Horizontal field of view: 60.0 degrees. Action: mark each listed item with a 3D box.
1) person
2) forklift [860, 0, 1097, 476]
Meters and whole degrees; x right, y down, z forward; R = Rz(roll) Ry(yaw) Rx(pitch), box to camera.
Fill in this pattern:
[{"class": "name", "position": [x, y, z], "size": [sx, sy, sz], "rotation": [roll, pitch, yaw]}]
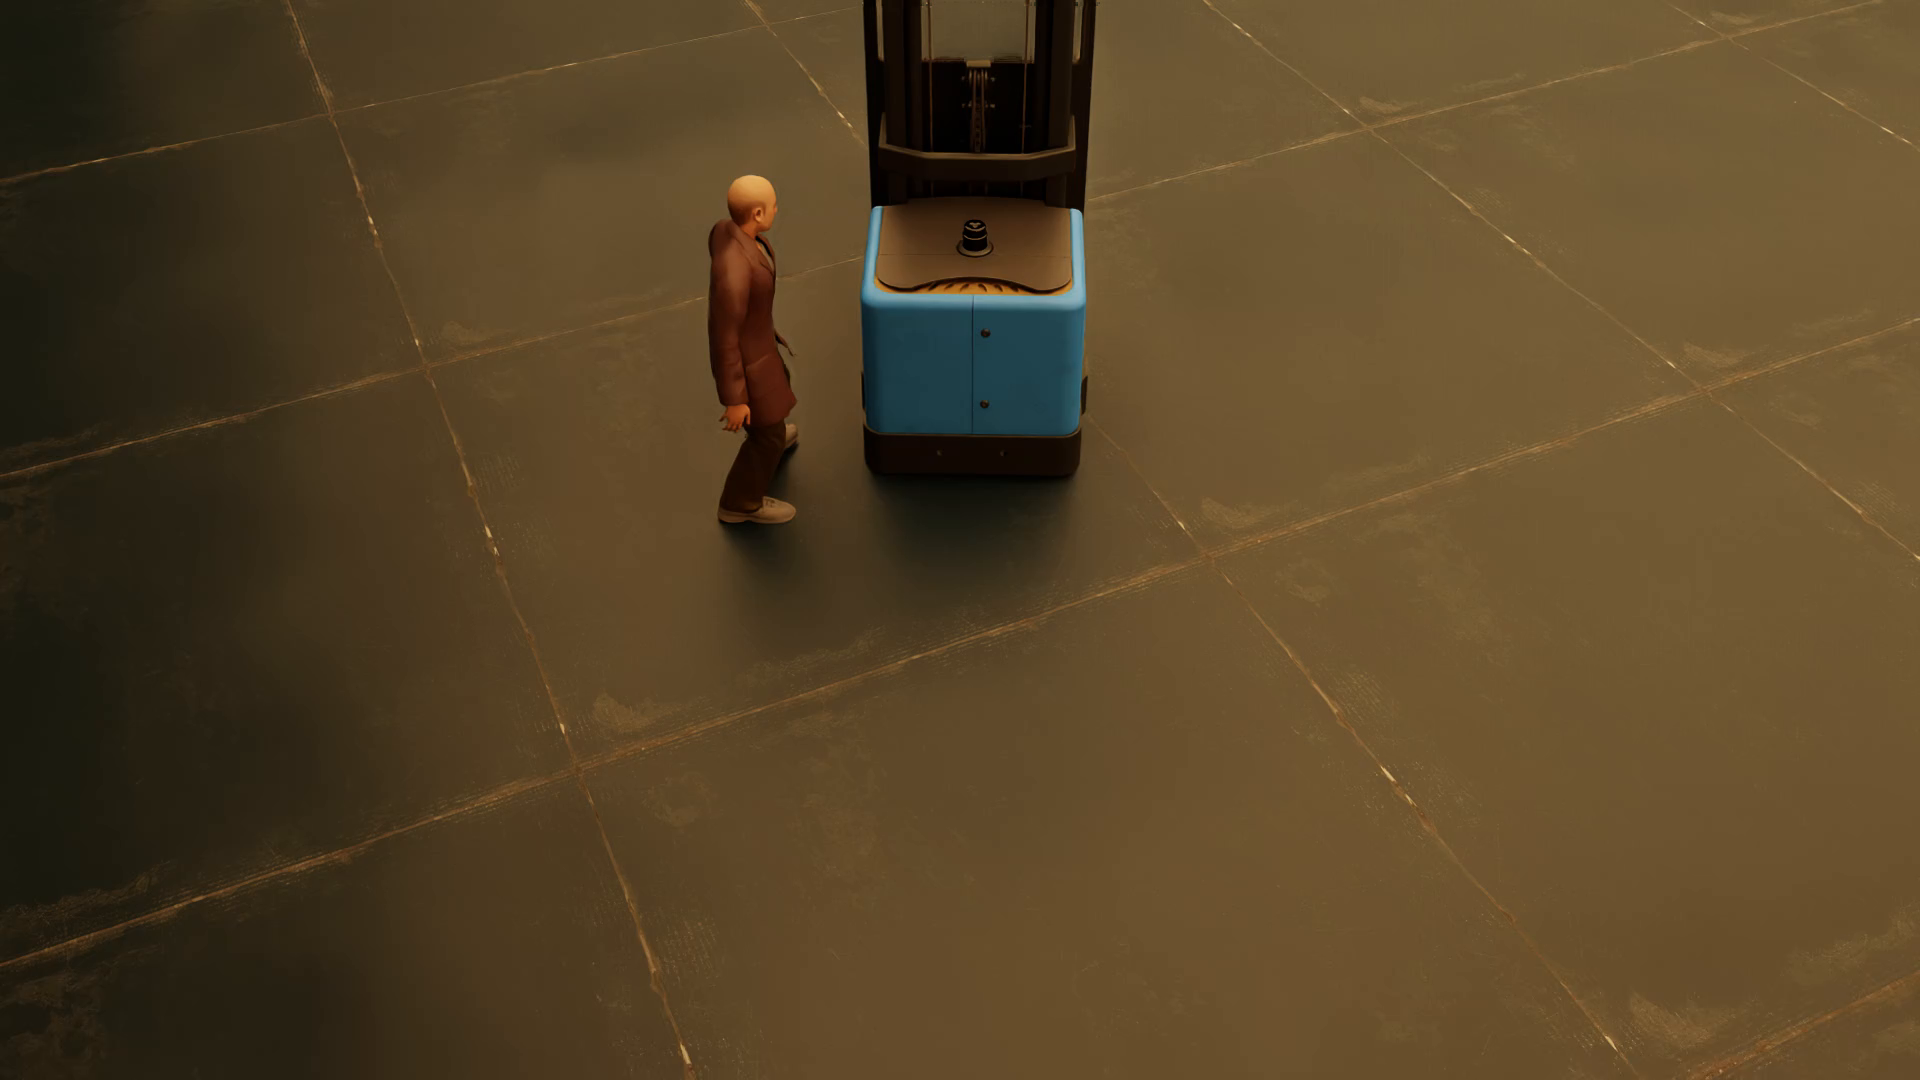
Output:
[{"class": "person", "position": [-0.957, -0.848, 7.468], "size": [0.441, 1.749, 0.913], "rotation": [-6, 43, -6]}, {"class": "forklift", "position": [0.098, -2.370, 8.220], "size": [1.130, 2.935, 3.031], "rotation": [1, 43, 1]}]
